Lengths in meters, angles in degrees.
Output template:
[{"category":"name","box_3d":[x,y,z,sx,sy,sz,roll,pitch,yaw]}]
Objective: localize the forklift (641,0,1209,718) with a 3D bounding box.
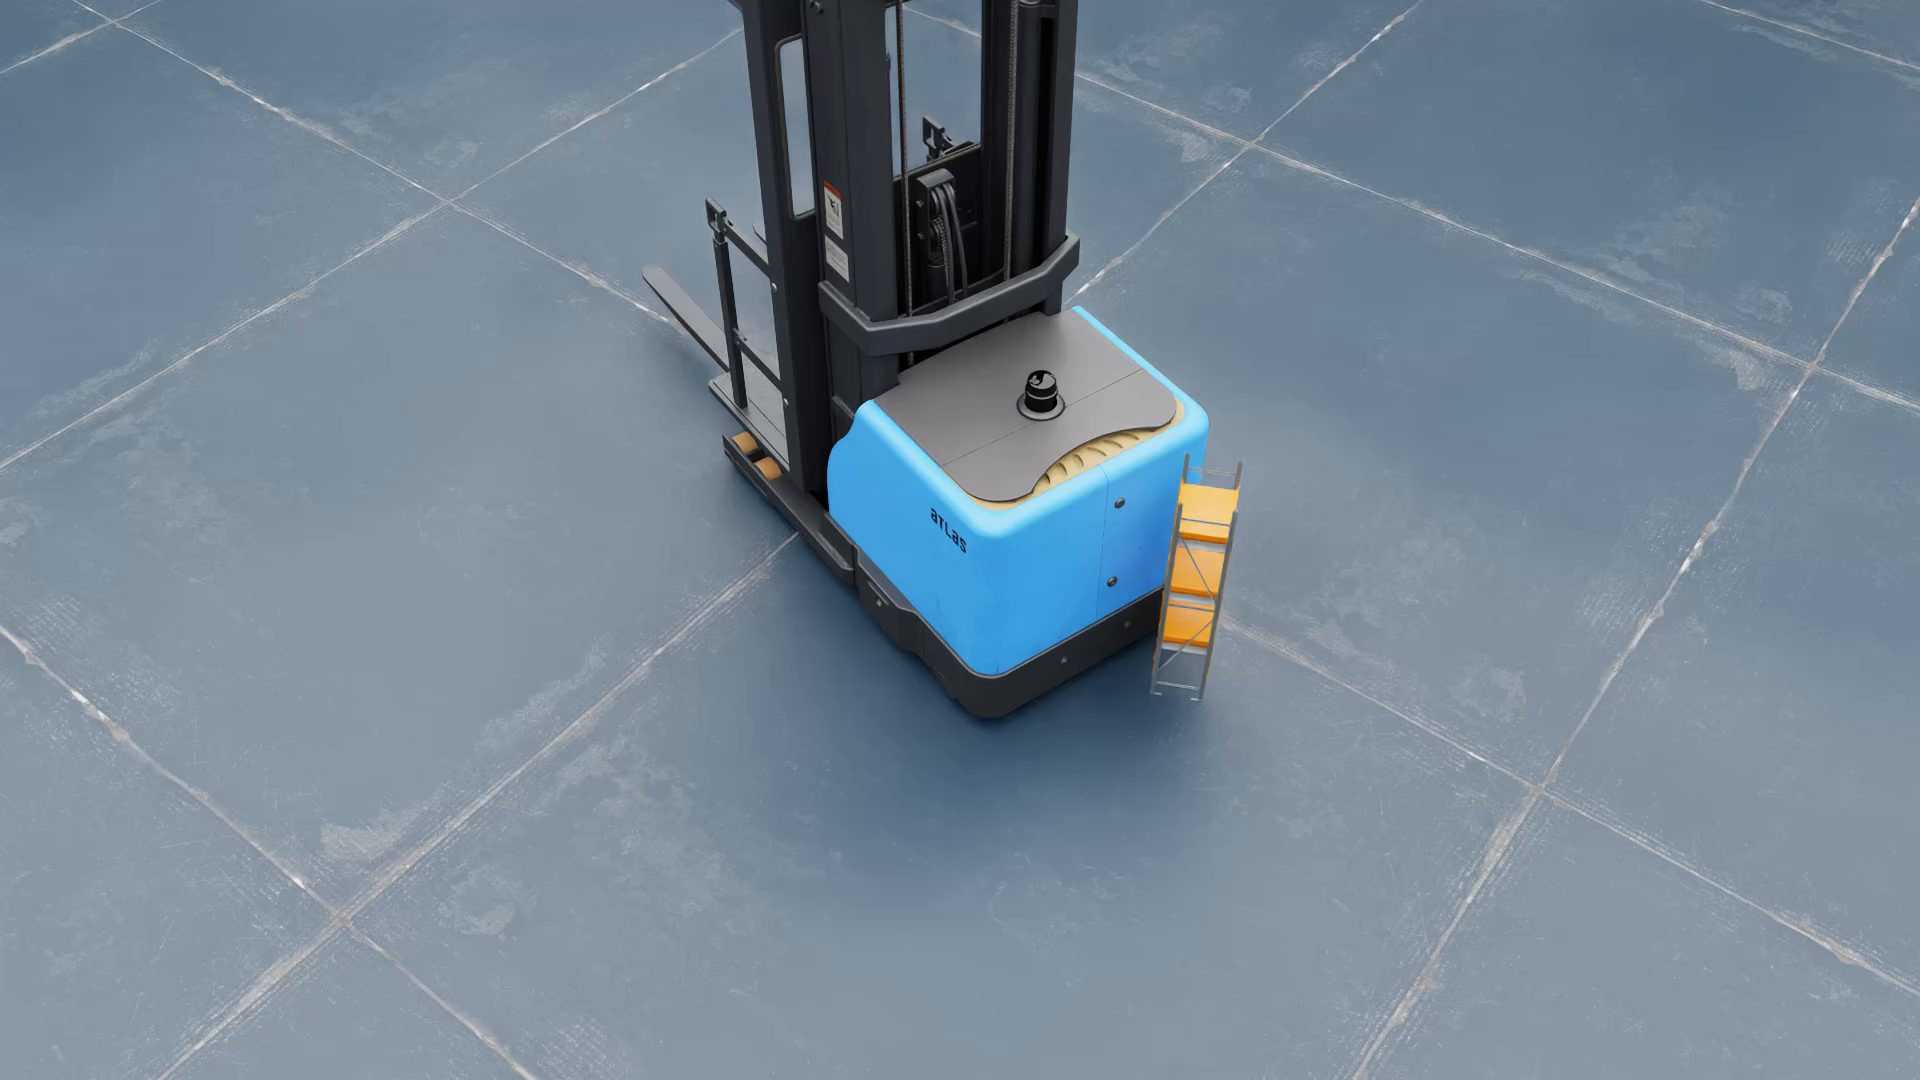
[{"category":"forklift","box_3d":[-0.360,-1.382,6.208,1.130,2.935,3.031,-27,52,-23]}]

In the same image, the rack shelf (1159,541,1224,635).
[{"category":"rack shelf","box_3d":[0.850,0.164,6.042,0.215,0.259,0.240,8,48,7]}]

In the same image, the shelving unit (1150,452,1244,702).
[{"category":"shelving unit","box_3d":[0.850,0.157,6.034,0.215,1.050,0.252,8,48,7]}]

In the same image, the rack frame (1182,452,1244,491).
[{"category":"rack frame","box_3d":[0.873,0.069,6.115,0.200,1.050,0.008,8,48,7]}]

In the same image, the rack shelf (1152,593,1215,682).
[{"category":"rack shelf","box_3d":[0.848,0.352,6.247,0.215,0.259,0.240,8,48,7]}]

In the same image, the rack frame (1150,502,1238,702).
[{"category":"rack frame","box_3d":[0.827,0.245,5.953,0.200,1.050,0.008,8,48,7]}]

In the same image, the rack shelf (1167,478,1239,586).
[{"category":"rack shelf","box_3d":[0.852,-0.028,5.832,0.215,0.259,0.240,8,48,7]}]
